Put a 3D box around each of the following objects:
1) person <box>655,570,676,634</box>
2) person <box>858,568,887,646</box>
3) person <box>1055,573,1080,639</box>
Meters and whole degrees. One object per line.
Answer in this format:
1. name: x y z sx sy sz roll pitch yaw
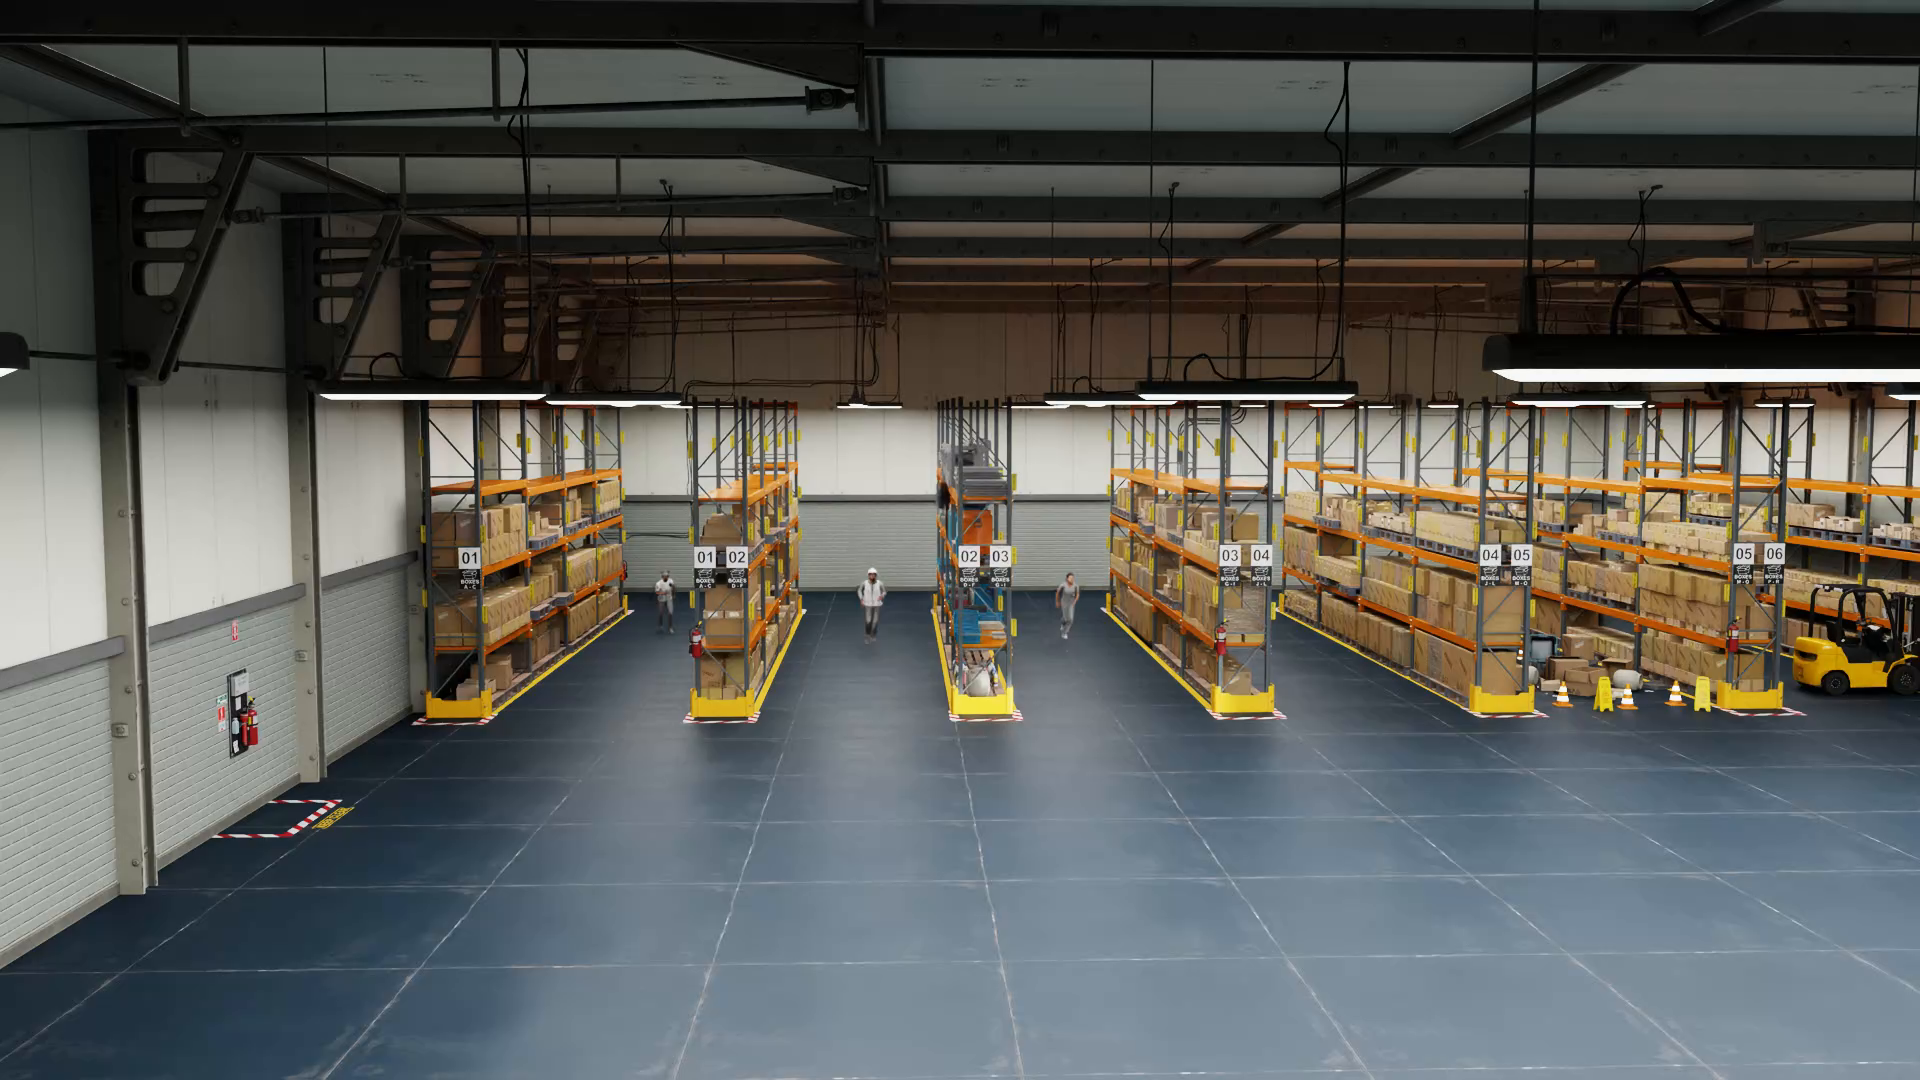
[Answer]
1. person: -7.620 1.588 43.032 0.589 1.663 0.955 -2 5 -22
2. person: -2.052 1.570 39.010 0.668 1.823 0.663 0 4 -6
3. person: 2.579 1.562 40.000 0.552 1.586 0.631 -1 5 -17
